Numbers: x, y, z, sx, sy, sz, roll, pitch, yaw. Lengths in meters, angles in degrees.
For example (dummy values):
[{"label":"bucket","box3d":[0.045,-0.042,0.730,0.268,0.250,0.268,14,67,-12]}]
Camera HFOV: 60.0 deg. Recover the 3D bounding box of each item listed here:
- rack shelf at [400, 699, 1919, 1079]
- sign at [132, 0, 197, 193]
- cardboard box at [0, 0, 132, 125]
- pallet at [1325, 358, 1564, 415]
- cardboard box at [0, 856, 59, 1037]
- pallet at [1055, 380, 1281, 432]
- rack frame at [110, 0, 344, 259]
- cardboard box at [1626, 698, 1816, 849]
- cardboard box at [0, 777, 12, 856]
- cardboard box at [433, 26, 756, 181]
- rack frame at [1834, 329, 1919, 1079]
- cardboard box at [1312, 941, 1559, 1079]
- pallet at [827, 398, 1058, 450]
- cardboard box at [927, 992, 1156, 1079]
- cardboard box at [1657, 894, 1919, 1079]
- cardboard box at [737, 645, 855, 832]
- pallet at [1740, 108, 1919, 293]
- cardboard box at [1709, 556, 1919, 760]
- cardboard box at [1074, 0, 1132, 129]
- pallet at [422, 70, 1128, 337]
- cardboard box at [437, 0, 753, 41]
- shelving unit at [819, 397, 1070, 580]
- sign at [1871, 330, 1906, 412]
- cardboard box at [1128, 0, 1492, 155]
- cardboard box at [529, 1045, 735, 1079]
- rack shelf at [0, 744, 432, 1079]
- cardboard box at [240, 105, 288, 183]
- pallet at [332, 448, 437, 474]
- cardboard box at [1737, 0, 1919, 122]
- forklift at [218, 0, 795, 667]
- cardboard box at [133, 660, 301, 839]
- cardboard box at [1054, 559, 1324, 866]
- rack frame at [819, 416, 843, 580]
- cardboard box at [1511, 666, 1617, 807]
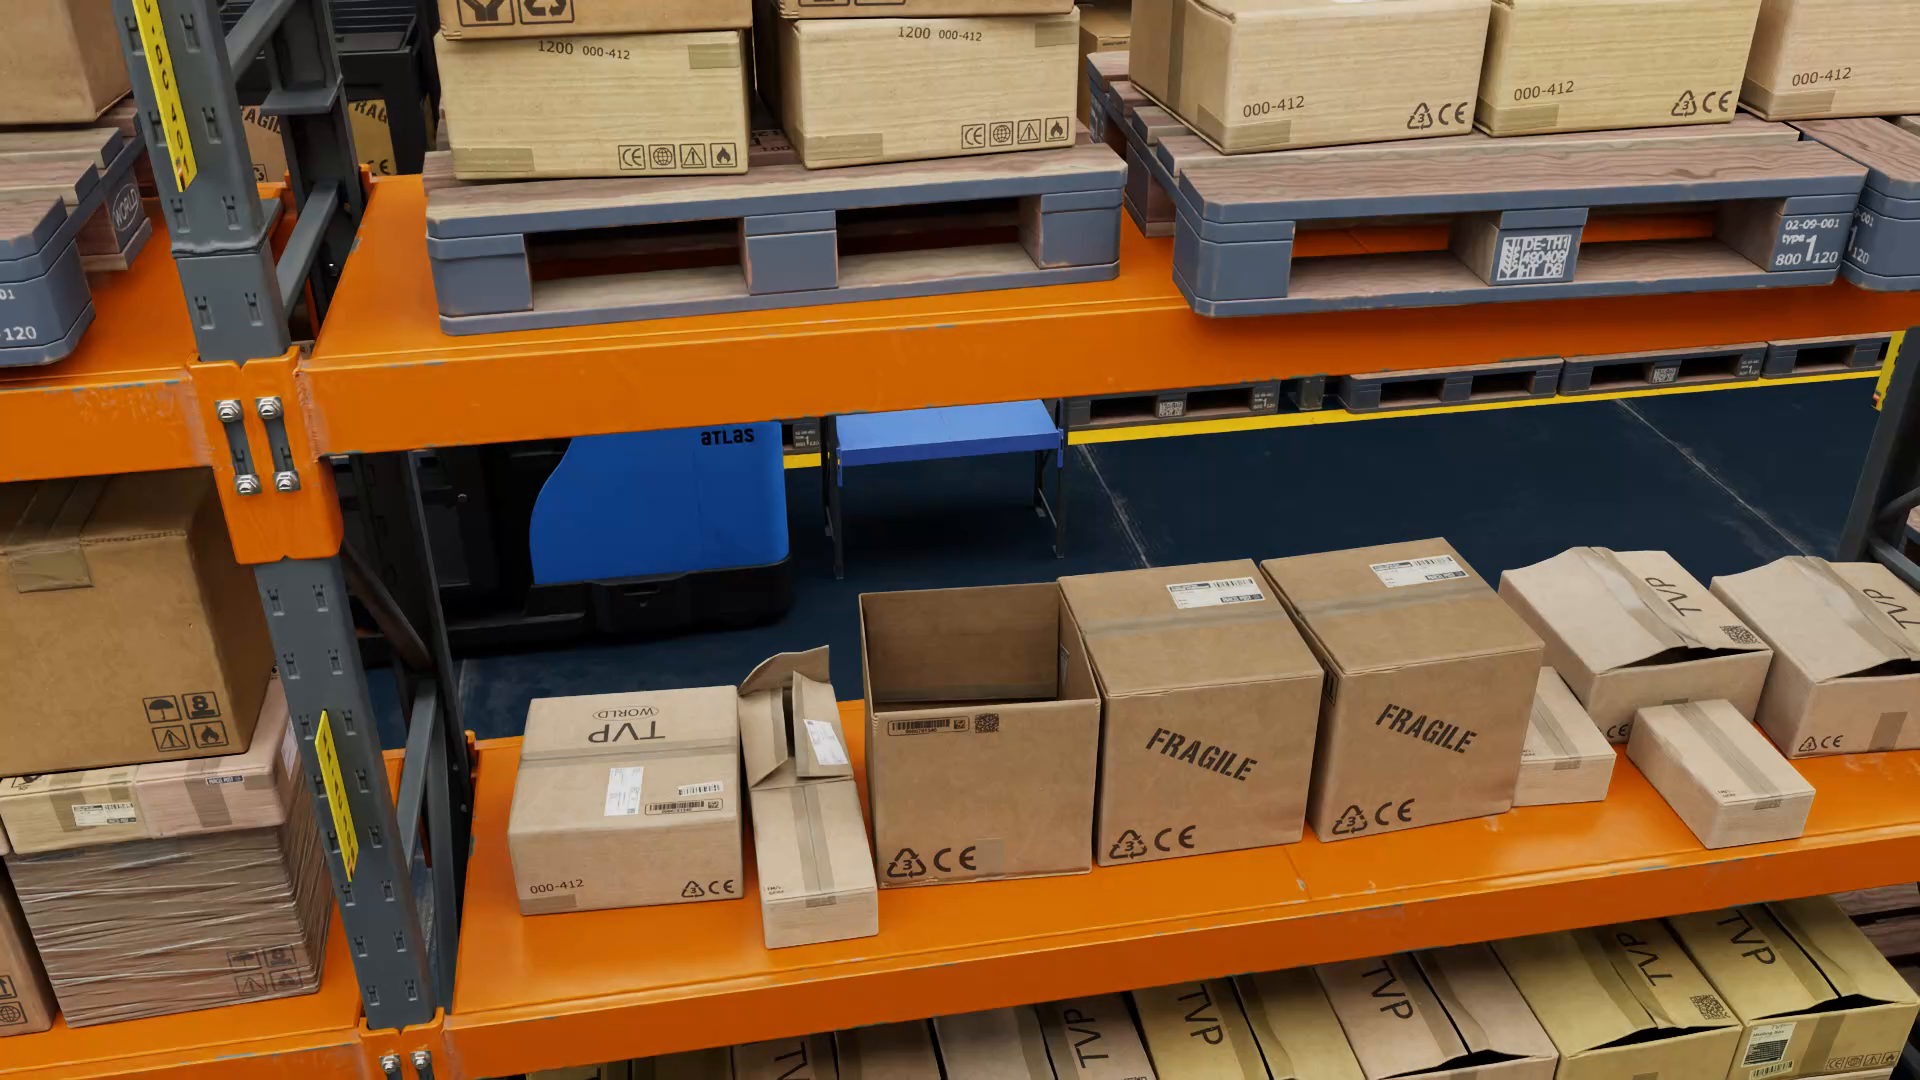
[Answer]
[{"label":"rack shelf","box3d":[0.723,0.731,4.257,4.000,0.370,1.077,-5,31,-9]},{"label":"sign","box3d":[-1.143,-0.670,2.382,0.005,0.325,0.100,-5,31,-9]},{"label":"cardboard box","box3d":[-1.788,-1.059,2.982,0.500,0.500,0.500,-3,31,-5]},{"label":"pallet","box3d":[2.583,-1.063,9.350,1.213,0.211,1.003,-5,31,-9]},{"label":"cardboard box","box3d":[-2.198,0.656,3.577,0.500,0.500,0.700,-6,31,-9]},{"label":"pallet","box3d":[1.025,-0.958,9.172,1.213,0.211,1.003,-5,31,-9]},{"label":"rack frame","box3d":[-1.245,-1.982,2.243,0.127,3.000,1.000,-5,31,-9]},{"label":"cardboard box","box3d":[1.855,0.567,4.075,0.250,0.149,0.380,-5,31,-9]},{"label":"cardboard box","box3d":[-1.974,0.459,3.271,0.250,0.149,0.380,-6,31,-10]},{"label":"cardboard box","box3d":[-0.637,-0.857,3.023,0.500,0.250,0.500,-2,31,-4]},{"label":"rack frame","box3d":[2.690,0.238,4.385,0.127,3.000,1.000,-5,31,-9]},{"label":"cardboard box","box3d":[1.212,1.267,4.381,0.500,0.311,0.500,-5,31,-9]},{"label":"pallet","box3d":[-0.173,-0.849,8.985,1.213,0.211,1.003,-5,31,-9]},{"label":"cardboard box","box3d":[0.209,1.362,4.220,0.500,0.311,0.500,-6,31,-11]},{"label":"cardboard box","box3d":[2.219,1.172,4.543,0.500,0.311,0.500,-5,31,-8]},{"label":"cardboard box","box3d":[-0.413,0.490,4.090,0.258,0.266,0.396,-6,31,-10]},{"label":"pallet","box3d":[2.038,-0.867,3.491,1.003,0.211,1.213,-4,31,-7]},{"label":"cardboard box","box3d":[2.324,0.288,4.388,0.500,0.311,0.500,-3,31,-6]},{"label":"cardboard box","box3d":[0.789,-2.351,8.257,0.500,0.500,0.700,-8,31,-14]},{"label":"pallet","box3d":[-0.379,-0.694,3.200,1.217,0.209,0.805,-7,31,-11]},{"label":"cardboard box","box3d":[-0.631,-1.166,2.808,0.500,0.500,0.500,-5,31,-8]},{"label":"shelving unit","box3d":[-0.084,-0.639,7.357,1.048,1.500,0.538,-5,31,-9]},{"label":"sign","box3d":[2.583,-0.496,4.570,0.005,0.325,0.100,-5,31,-9]},{"label":"cardboard box","box3d":[0.647,-0.950,3.180,0.500,0.250,0.500,-8,31,-13]},{"label":"cardboard box","box3d":[-0.793,1.453,4.065,0.500,0.311,0.500,-5,31,-9]},{"label":"rack shelf","box3d":[-3.212,1.096,3.636,4.000,0.370,1.077,-5,31,-9]},{"label":"cardboard box","box3d":[-3.040,-1.887,7.389,0.500,0.500,0.500,-5,31,-9]},{"label":"pallet","box3d":[-2.795,-0.585,8.536,1.213,0.211,1.003,-5,31,-9]},{"label":"cardboard box","box3d":[1.741,-1.045,3.341,0.500,0.250,0.500,-4,31,-8]},{"label":"forklift","box3d":[-2.278,-1.029,6.608,3.031,2.935,1.130,-5,31,-8]},{"label":"cardboard box","box3d":[-1.474,0.413,3.350,0.250,0.149,0.380,-5,31,-9]},{"label":"cardboard box","box3d":[0.524,0.405,4.004,0.500,0.500,0.500,-5,31,-9]},{"label":"rack frame","box3d":[-0.584,-0.592,7.278,0.032,1.500,0.500,-5,31,-9]},{"label":"cardboard box","box3d":[1.446,0.491,4.203,0.250,0.149,0.380,-3,31,-5]}]
